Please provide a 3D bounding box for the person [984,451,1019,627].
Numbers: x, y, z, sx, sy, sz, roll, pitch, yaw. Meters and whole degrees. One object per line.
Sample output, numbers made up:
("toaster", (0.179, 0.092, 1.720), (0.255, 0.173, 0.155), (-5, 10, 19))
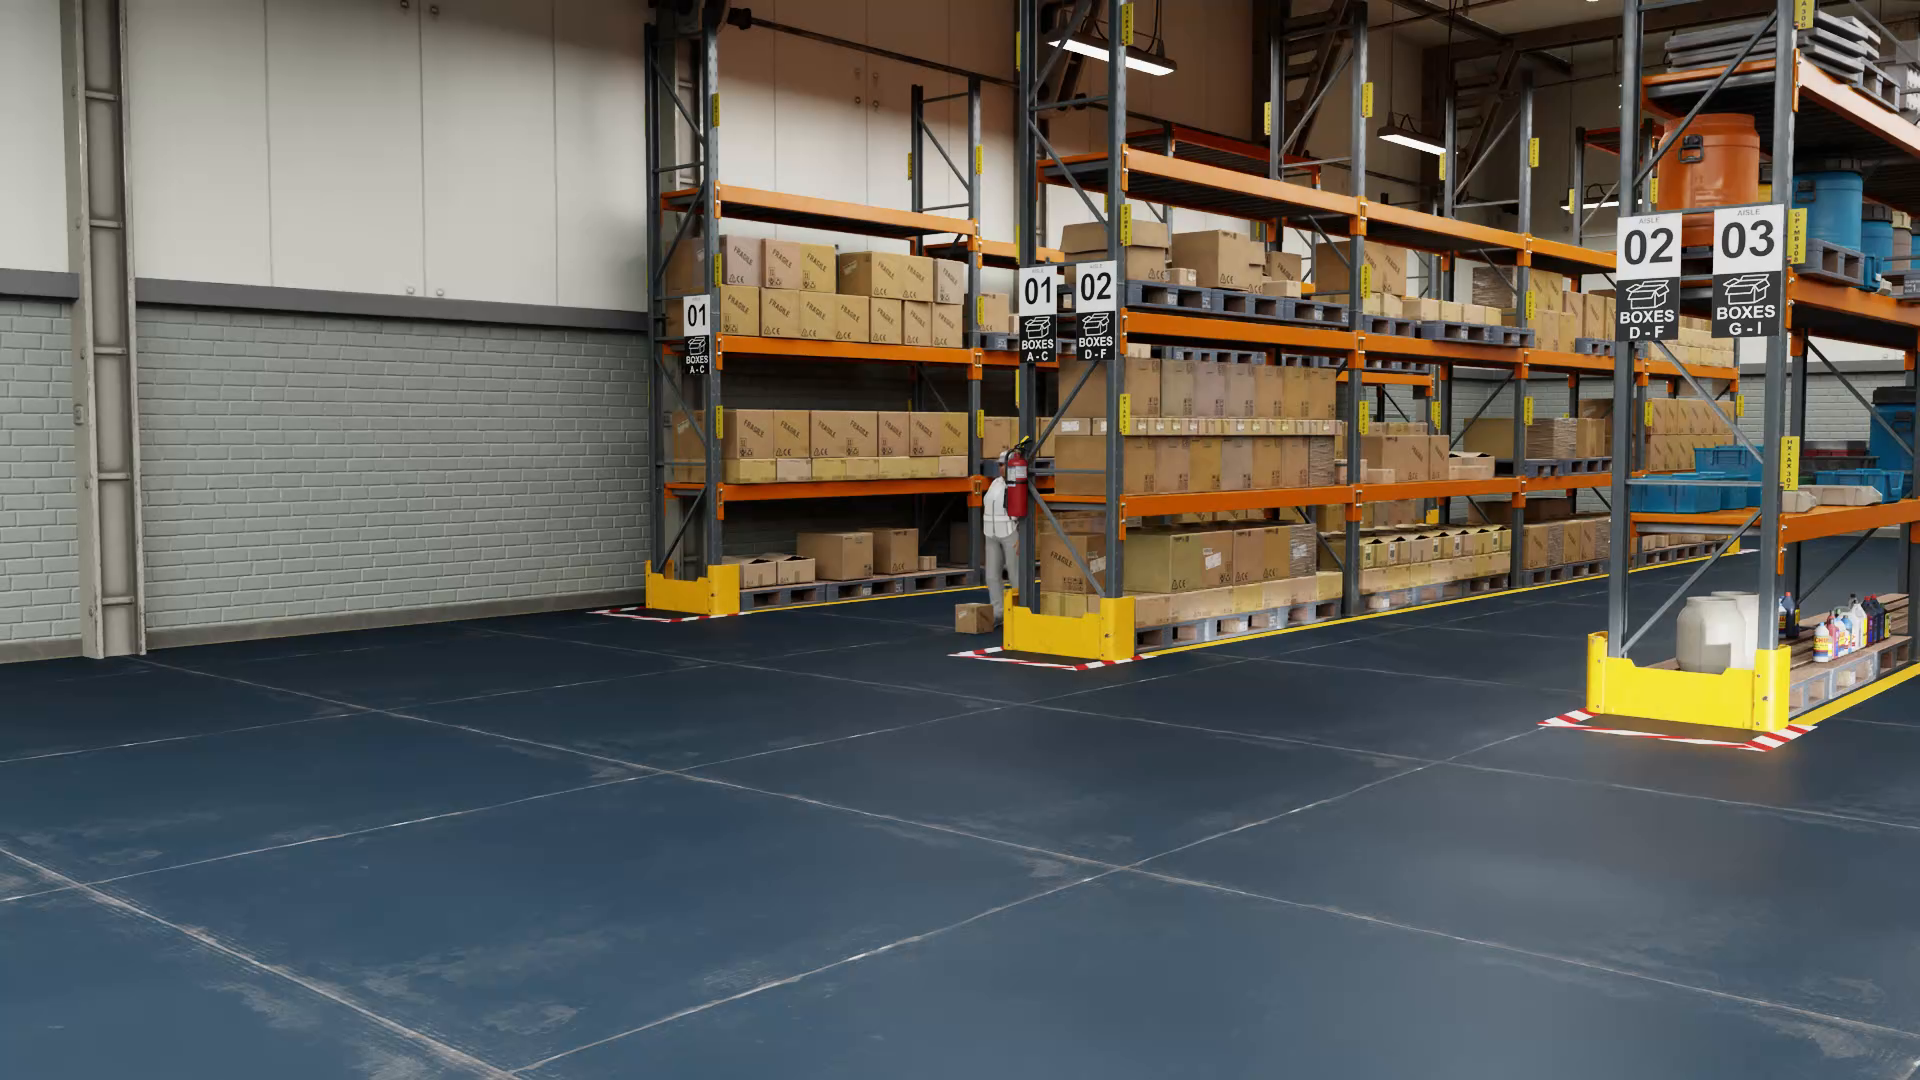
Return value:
("person", (0.439, -0.002, 15.585), (0.469, 1.671, 0.392), (3, 5, 41))
